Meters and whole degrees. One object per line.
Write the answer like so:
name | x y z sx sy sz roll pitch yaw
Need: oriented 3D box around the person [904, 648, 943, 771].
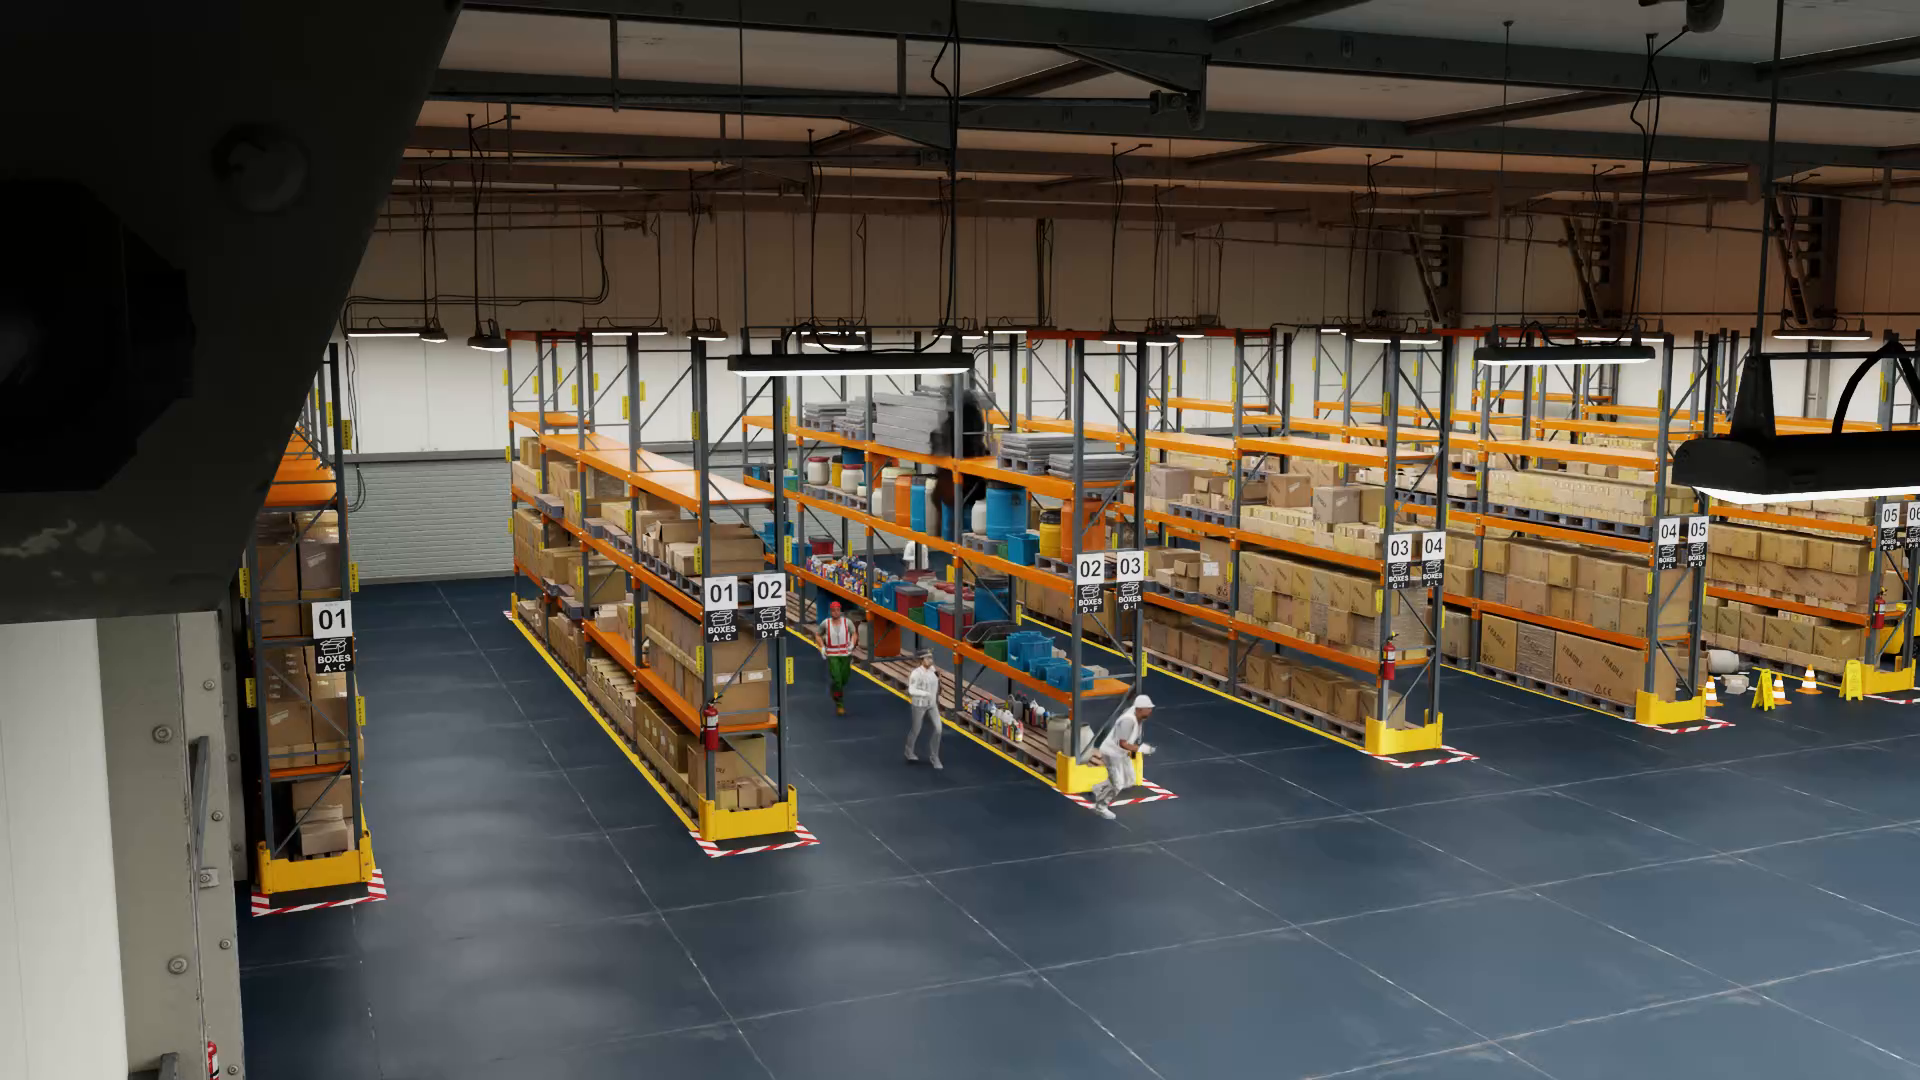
person | -0.508 2.347 23.266 0.552 1.735 0.801 -5 9 -31

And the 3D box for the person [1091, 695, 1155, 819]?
person | 2.072 2.711 20.934 0.841 1.605 0.706 3 8 20

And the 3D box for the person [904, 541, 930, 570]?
person | -0.875 0.657 35.037 0.710 1.771 1.034 -5 9 -34

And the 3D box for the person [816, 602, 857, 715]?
person | -1.959 1.853 26.603 0.648 1.777 0.796 -2 8 -16
